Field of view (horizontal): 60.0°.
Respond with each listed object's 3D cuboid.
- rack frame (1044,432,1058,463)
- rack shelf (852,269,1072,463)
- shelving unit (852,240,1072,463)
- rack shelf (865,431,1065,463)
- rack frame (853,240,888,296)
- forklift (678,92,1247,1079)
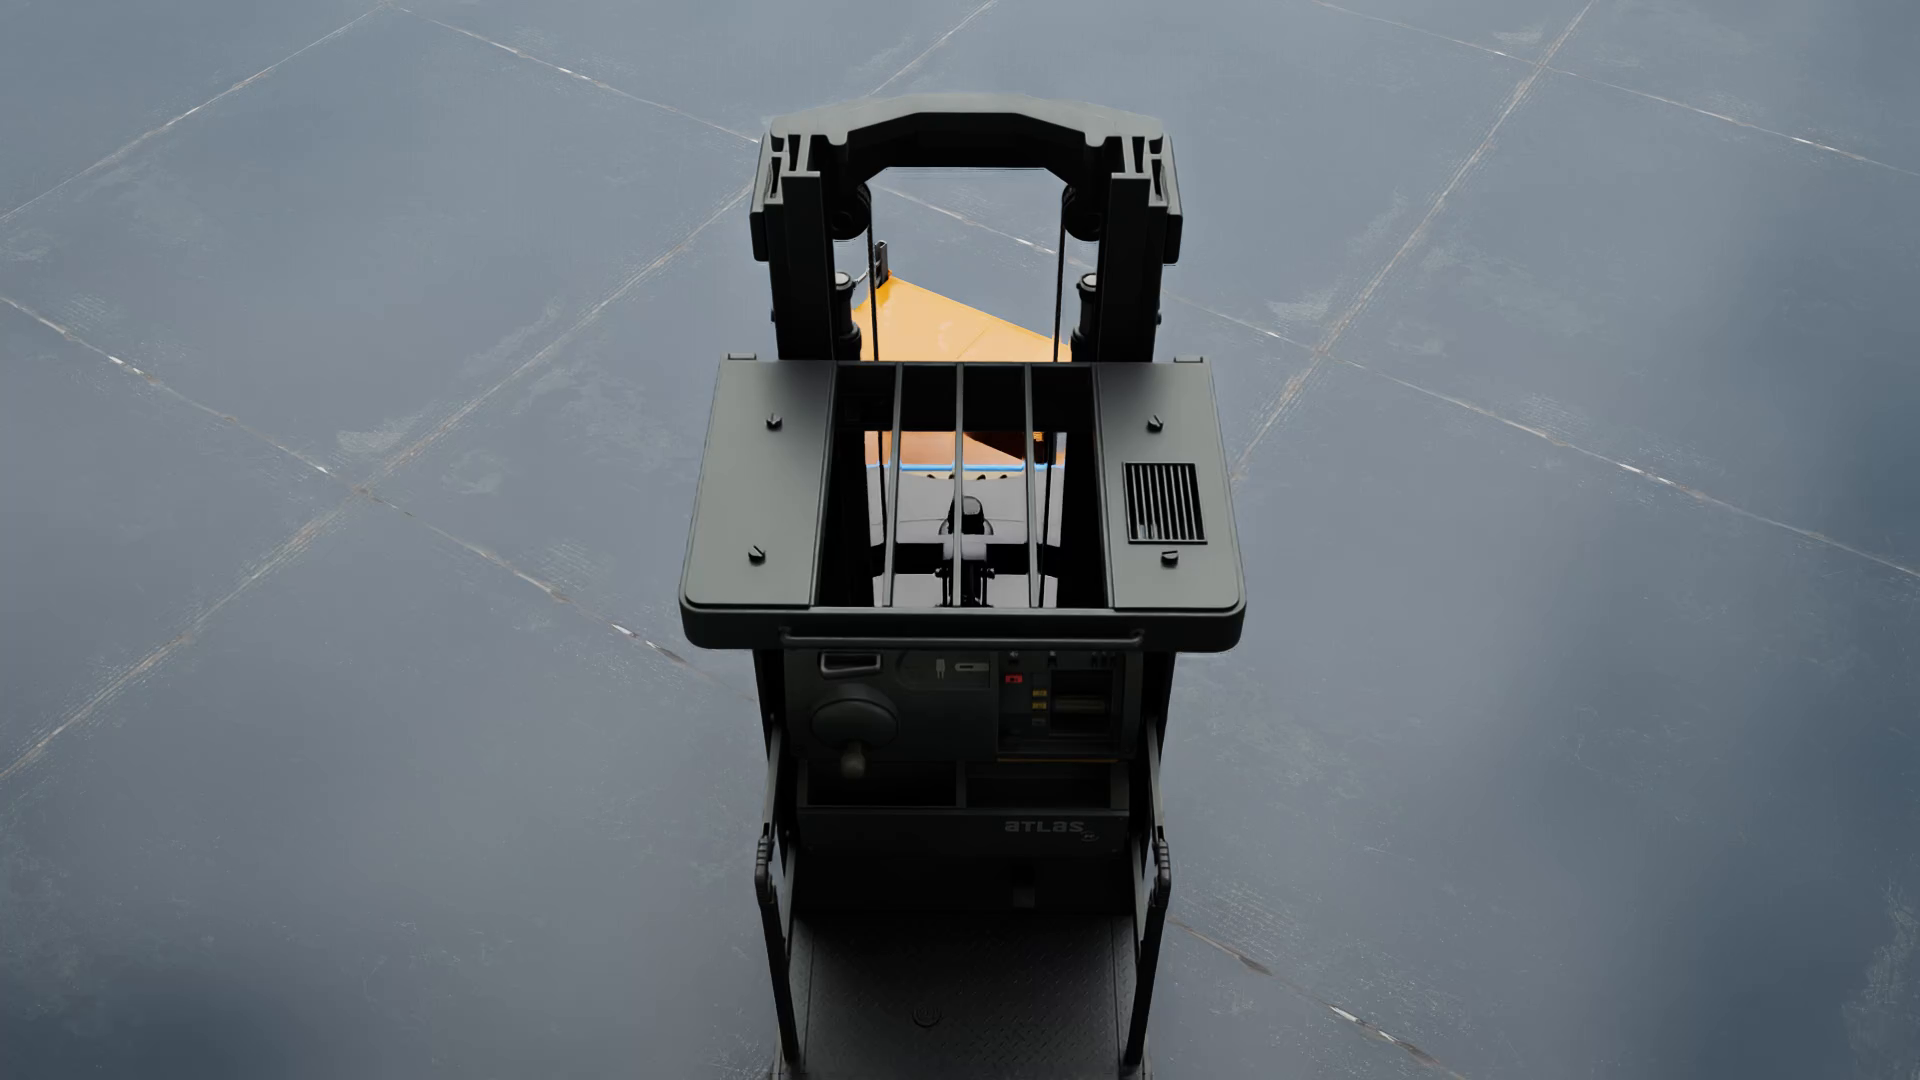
[{"bbox_3d":[0.434,-0.193,6.153,0.032,1.125,0.500,25,51,22],"label":"rack frame"},{"bbox_3d":[0.006,-0.593,6.134,1.000,0.278,0.538,25,51,22],"label":"rack shelf"},{"bbox_3d":[0.006,-0.389,6.344,1.048,1.125,0.538,25,51,22],"label":"shelving unit"},{"bbox_3d":[0.006,-0.219,6.519,1.000,0.278,0.538,25,51,22],"label":"rack shelf"},{"bbox_3d":[-0.422,-0.586,6.535,0.032,1.125,0.500,25,51,22],"label":"rack frame"},{"bbox_3d":[0.009,0.524,4.197,1.130,2.935,3.031,0,46,0],"label":"forklift"}]
